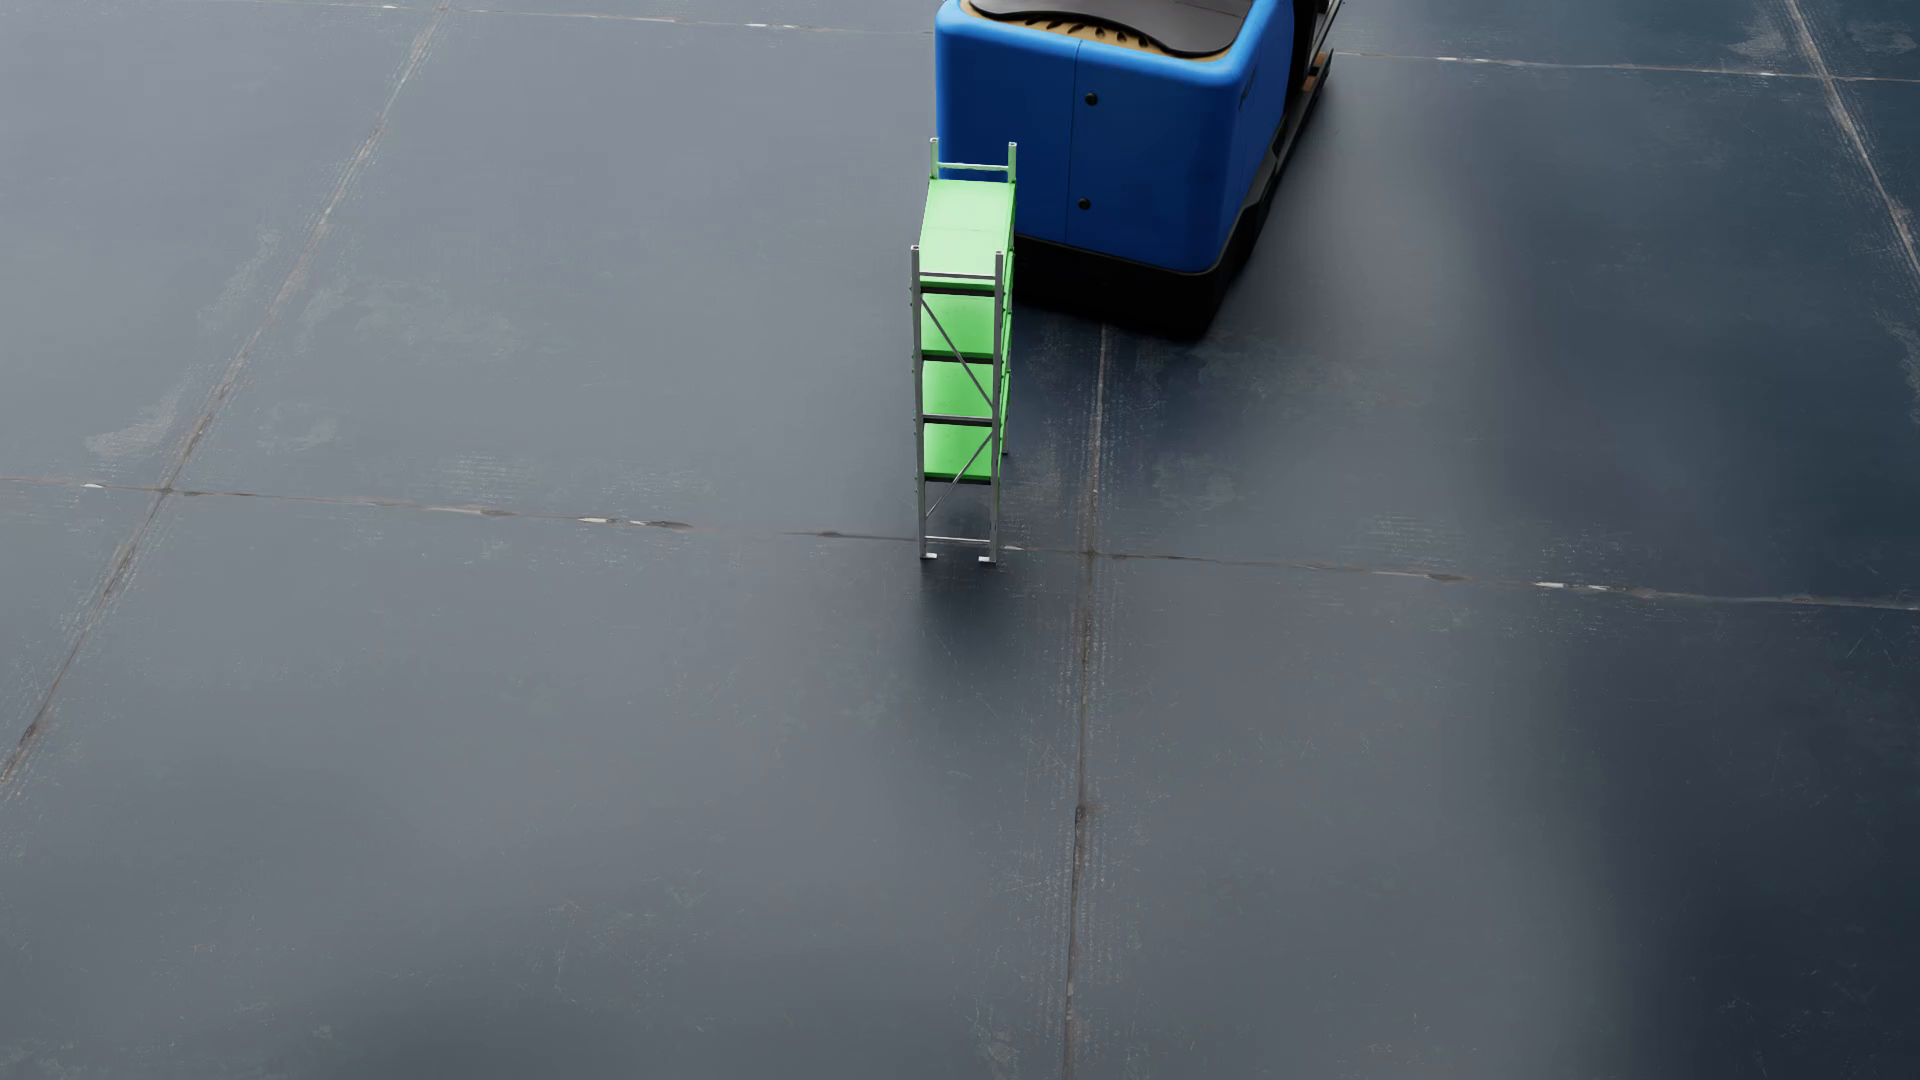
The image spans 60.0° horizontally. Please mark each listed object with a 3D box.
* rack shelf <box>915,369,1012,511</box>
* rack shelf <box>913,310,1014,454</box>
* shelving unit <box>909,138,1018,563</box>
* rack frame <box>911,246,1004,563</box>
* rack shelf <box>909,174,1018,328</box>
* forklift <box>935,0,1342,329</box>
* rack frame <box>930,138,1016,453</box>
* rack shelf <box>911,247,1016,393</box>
[{"bbox_3d":[0.015,-0.321,5.143,0.258,0.148,0.480,4,48,4],"label":"rack shelf"},{"bbox_3d":[0.015,-0.483,4.966,0.258,0.148,0.480,4,48,4],"label":"rack shelf"},{"bbox_3d":[0.015,-0.527,4.918,0.258,1.200,0.503,4,48,4],"label":"shelving unit"},{"bbox_3d":[-0.007,-0.347,4.754,0.240,1.200,0.015,4,48,4],"label":"rack frame"},{"bbox_3d":[0.015,-0.807,4.611,0.258,0.148,0.480,4,48,4],"label":"rack shelf"},{"bbox_3d":[0.909,-2.837,5.858,1.130,2.935,3.031,16,50,14],"label":"forklift"},{"bbox_3d":[0.037,-0.706,5.082,0.240,1.200,0.015,4,48,4],"label":"rack frame"},{"bbox_3d":[0.015,-0.645,4.789,0.258,0.148,0.480,4,48,4],"label":"rack shelf"}]
